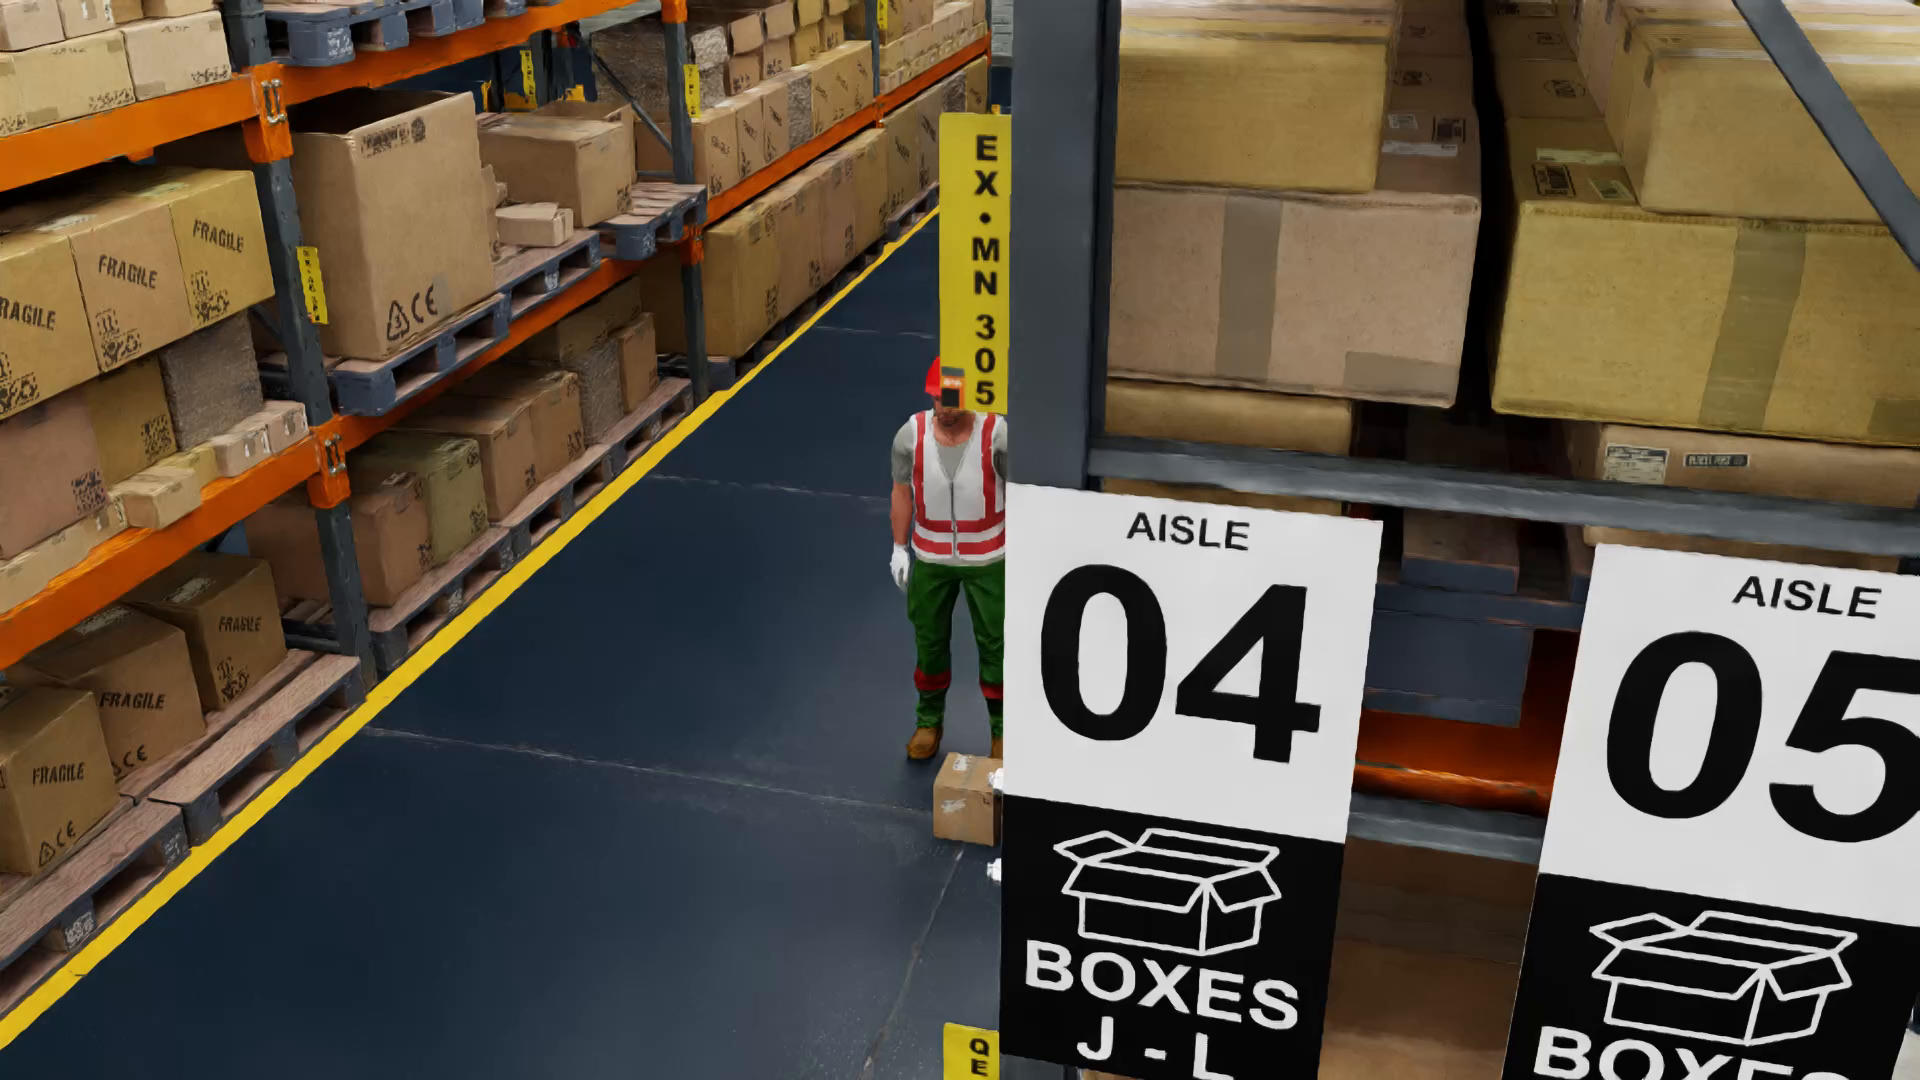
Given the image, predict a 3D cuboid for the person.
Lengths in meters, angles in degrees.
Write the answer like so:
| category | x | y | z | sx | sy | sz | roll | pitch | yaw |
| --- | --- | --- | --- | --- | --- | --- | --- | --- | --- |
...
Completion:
| category | x | y | z | sx | sy | sz | roll | pitch | yaw |
| --- | --- | --- | --- | --- | --- | --- | --- | --- | --- |
| person | -0.008 | 0.086 | 6.842 | 0.591 | 1.796 | 0.405 | 3 | 25 | 7 |
